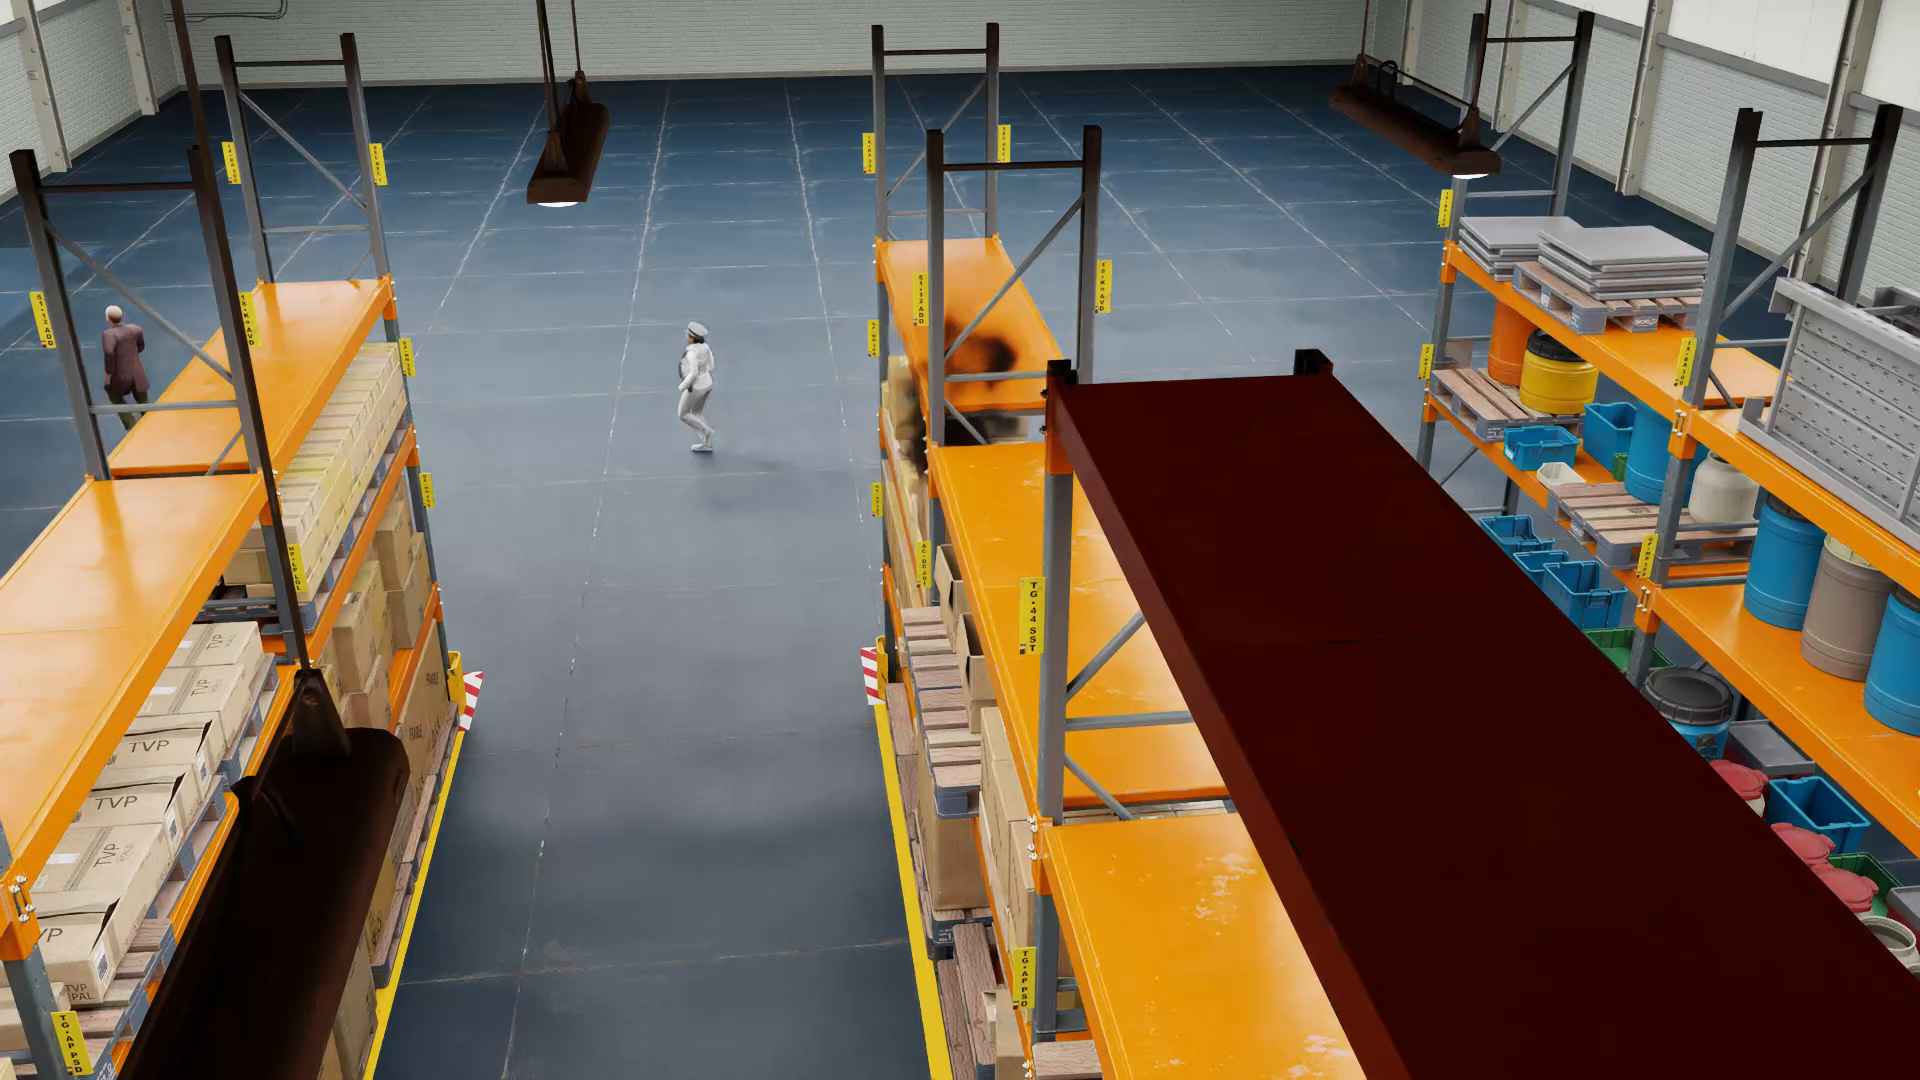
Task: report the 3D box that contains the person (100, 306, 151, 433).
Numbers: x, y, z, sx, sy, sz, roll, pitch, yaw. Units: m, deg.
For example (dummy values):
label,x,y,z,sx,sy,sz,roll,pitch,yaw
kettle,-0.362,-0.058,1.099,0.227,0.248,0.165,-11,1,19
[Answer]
label,x,y,z,sx,sy,sz,roll,pitch,yaw
person,-10.392,-2.041,20.747,0.877,1.808,0.668,18,31,32

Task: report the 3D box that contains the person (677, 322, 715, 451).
label,x,y,z,sx,sy,sz,roll,pitch,yaw
person,-3.260,-1.885,20.543,0.539,1.646,0.592,10,27,20
